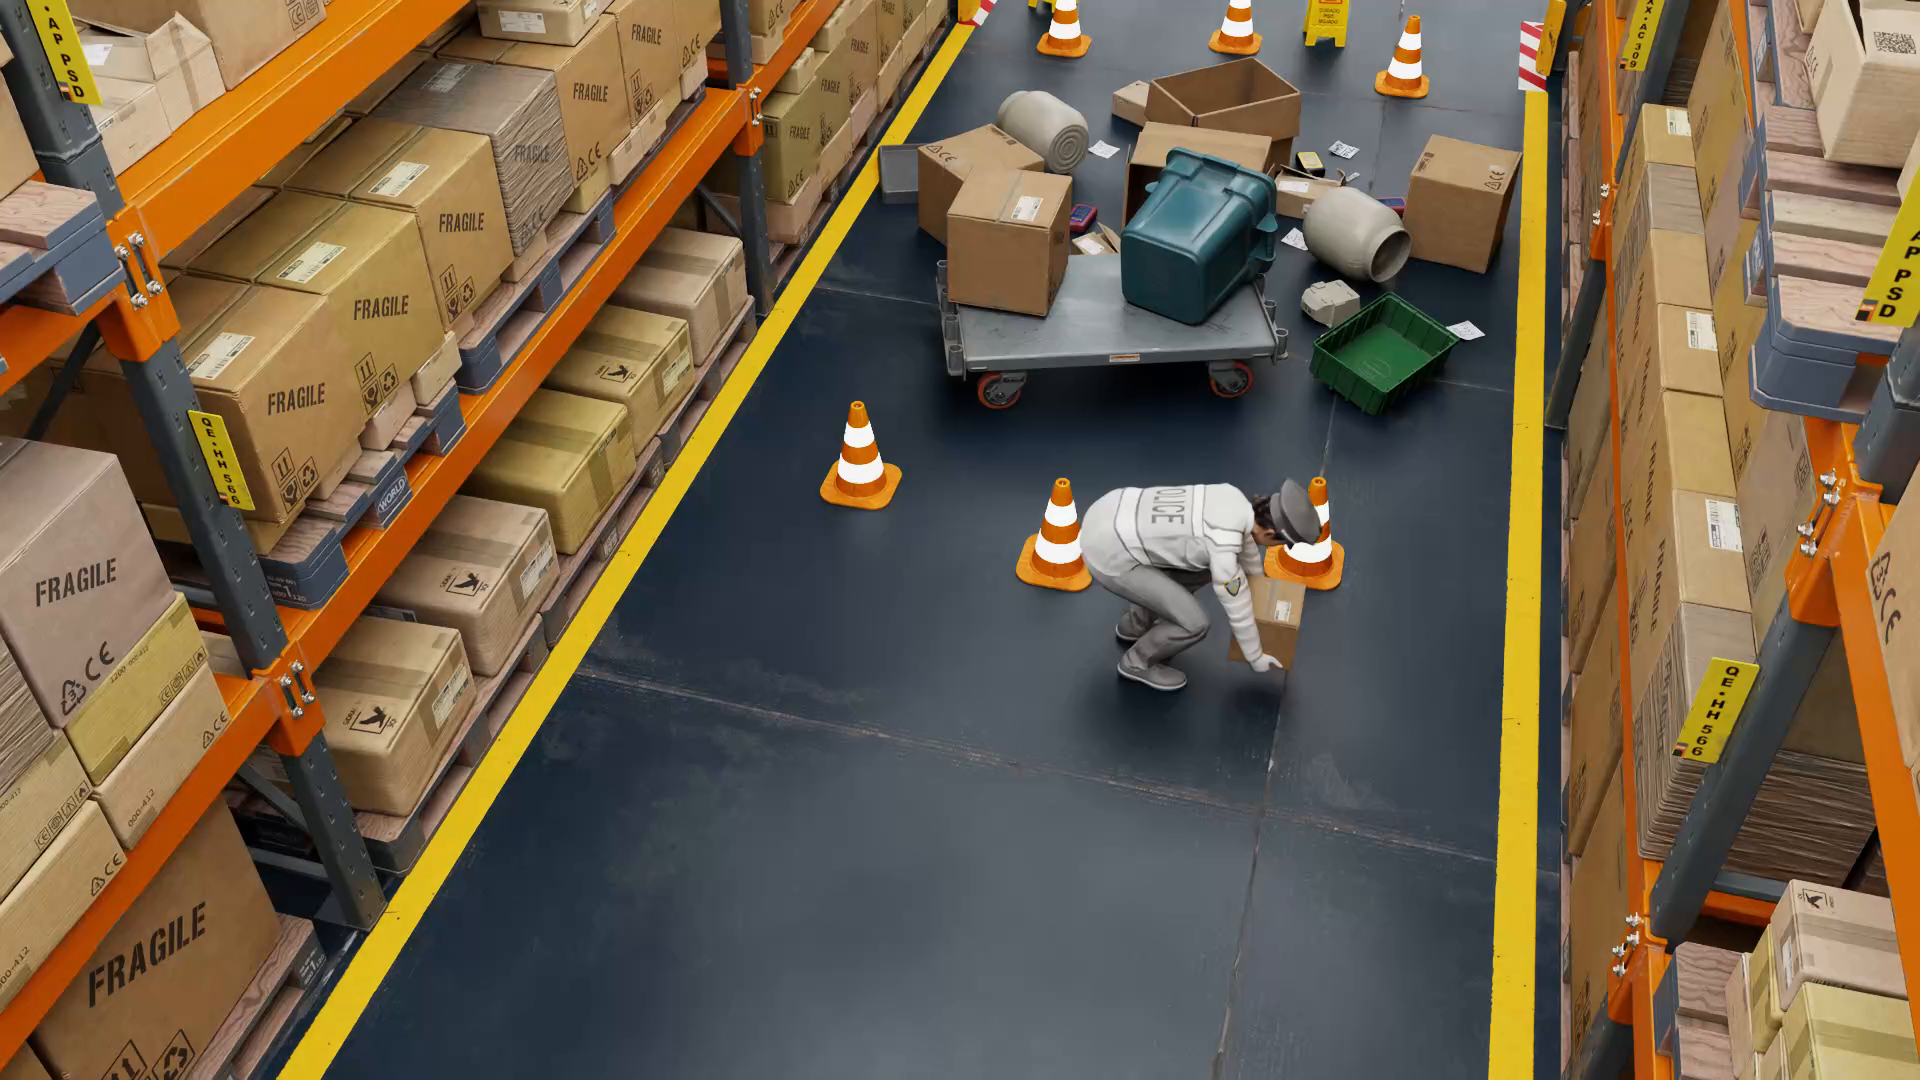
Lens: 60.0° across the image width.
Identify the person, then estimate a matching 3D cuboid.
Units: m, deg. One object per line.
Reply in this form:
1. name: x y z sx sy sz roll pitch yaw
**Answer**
1. person: 0.917 0.142 6.518 0.908 0.981 0.462 9 42 10
